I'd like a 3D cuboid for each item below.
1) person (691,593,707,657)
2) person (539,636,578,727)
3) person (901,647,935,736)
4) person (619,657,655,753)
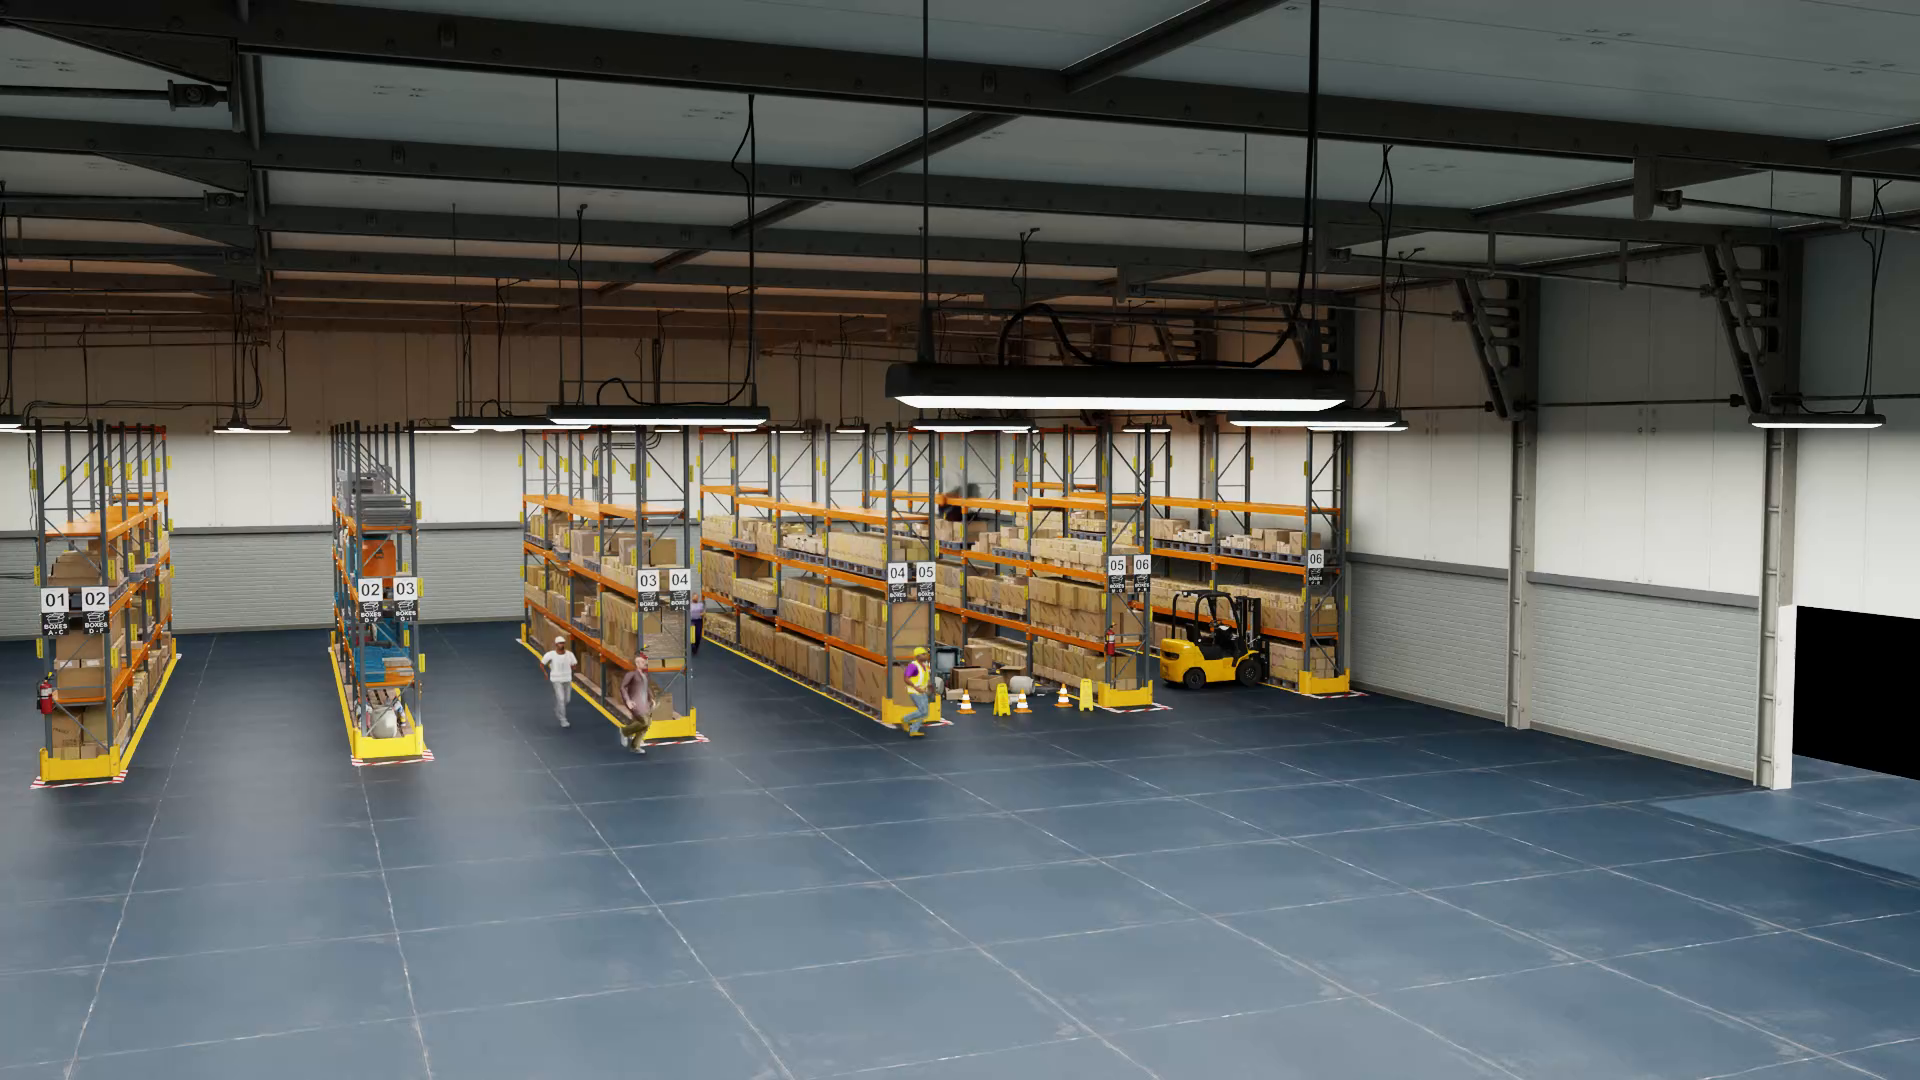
[{"bbox_3d":[-6.890,2.210,43.312,0.578,1.655,0.681,-2,4,-24],"label":"person"},{"bbox_3d":[-7.894,2.777,32.883,0.710,1.747,0.963,-2,4,-35],"label":"person"},{"bbox_3d":[-0.822,2.899,31.712,0.570,1.718,0.699,2,4,25],"label":"person"},{"bbox_3d":[-5.823,2.983,30.212,0.581,1.696,0.738,2,4,25],"label":"person"}]
